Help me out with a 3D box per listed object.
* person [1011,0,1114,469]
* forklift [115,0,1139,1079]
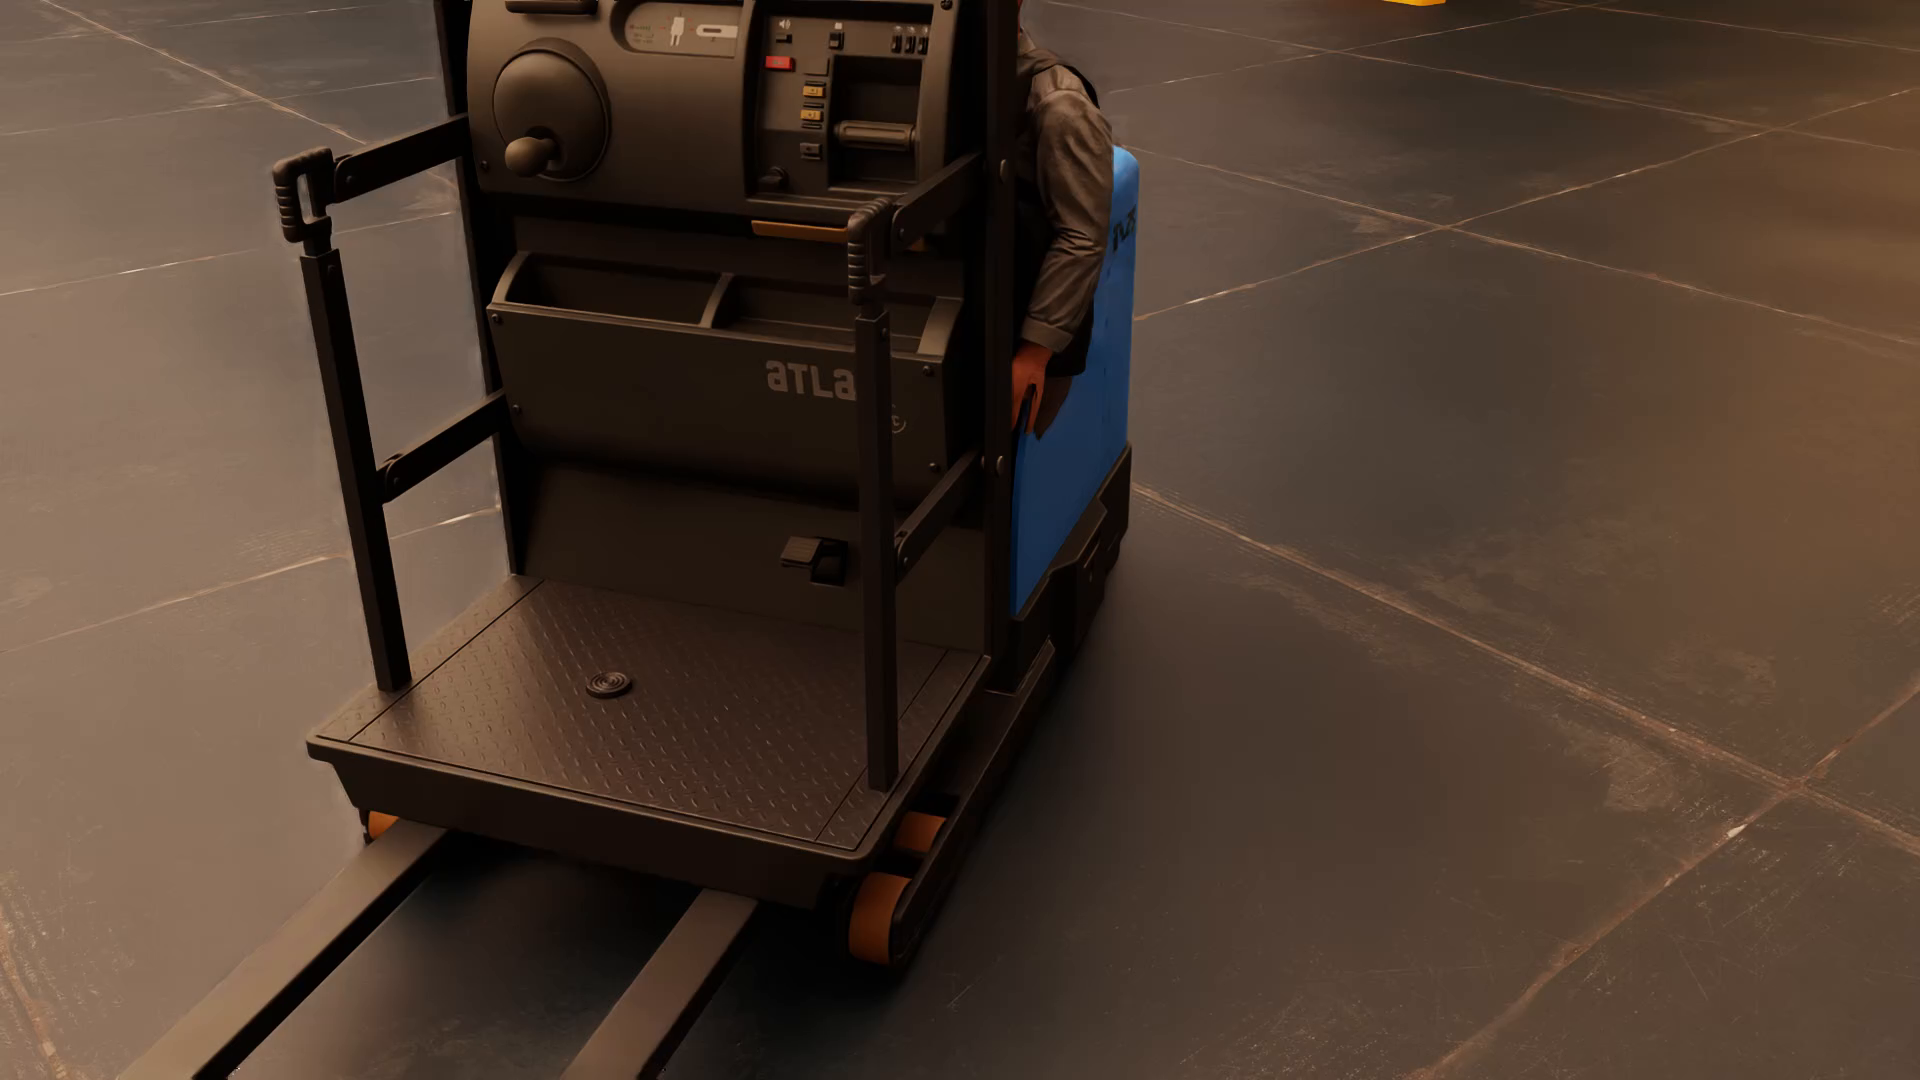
[{"bbox_3d":[-0.118,-0.446,3.465,0.729,1.556,0.760,-16,30,-29],"label":"person"},{"bbox_3d":[-0.514,-0.757,2.729,1.130,2.935,3.031,9,28,17],"label":"forklift"}]
